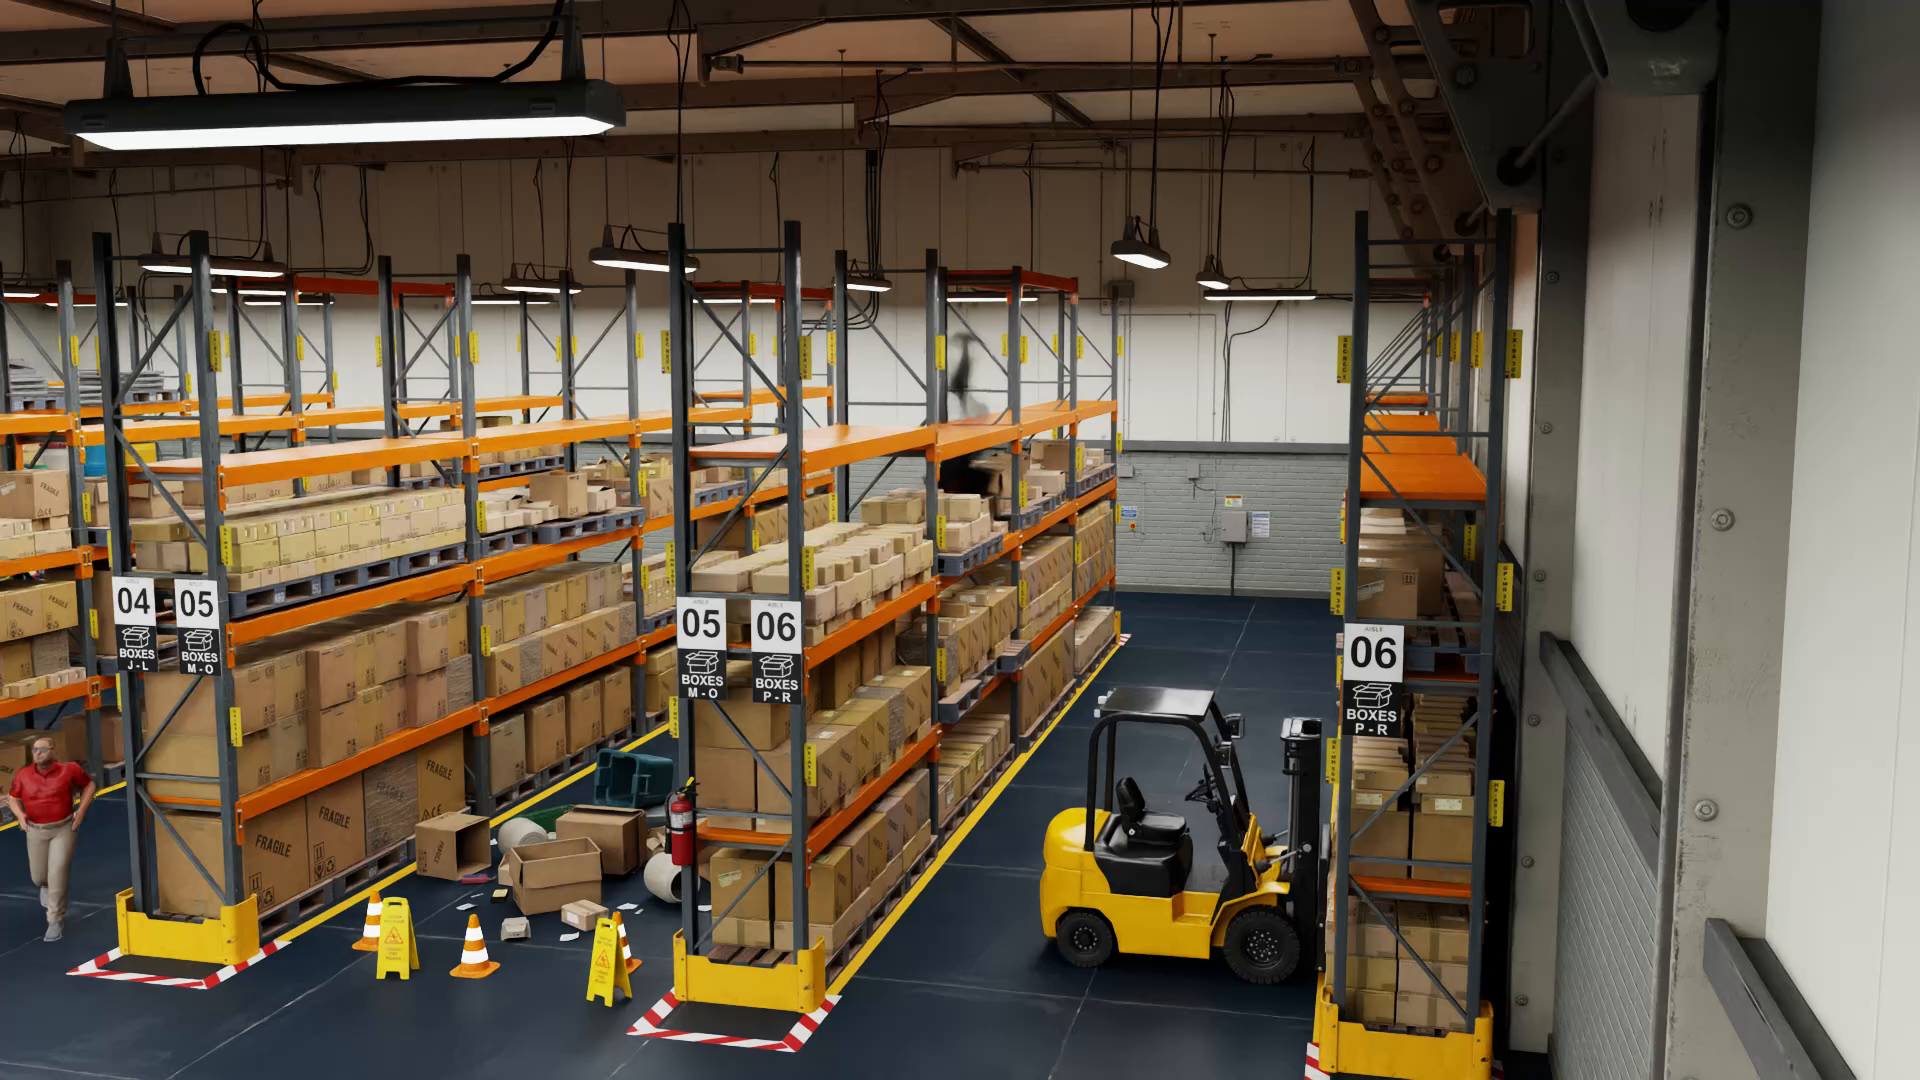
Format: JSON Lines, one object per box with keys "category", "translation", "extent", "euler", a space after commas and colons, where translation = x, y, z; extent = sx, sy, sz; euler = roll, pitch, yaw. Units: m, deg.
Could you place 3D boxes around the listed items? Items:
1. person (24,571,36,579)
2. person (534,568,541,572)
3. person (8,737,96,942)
{"category": "person", "translation": [-15.120, 1.020, 26.779], "extent": [0.717, 1.787, 1.057], "euler": [1, 7, 7]}
{"category": "person", "translation": [-6.484, 1.225, 25.773], "extent": [0.536, 1.609, 0.875], "euler": [1, 7, 7]}
{"category": "person", "translation": [-7.954, 2.561, 14.600], "extent": [0.671, 1.732, 0.870], "euler": [-2, 7, -15]}
